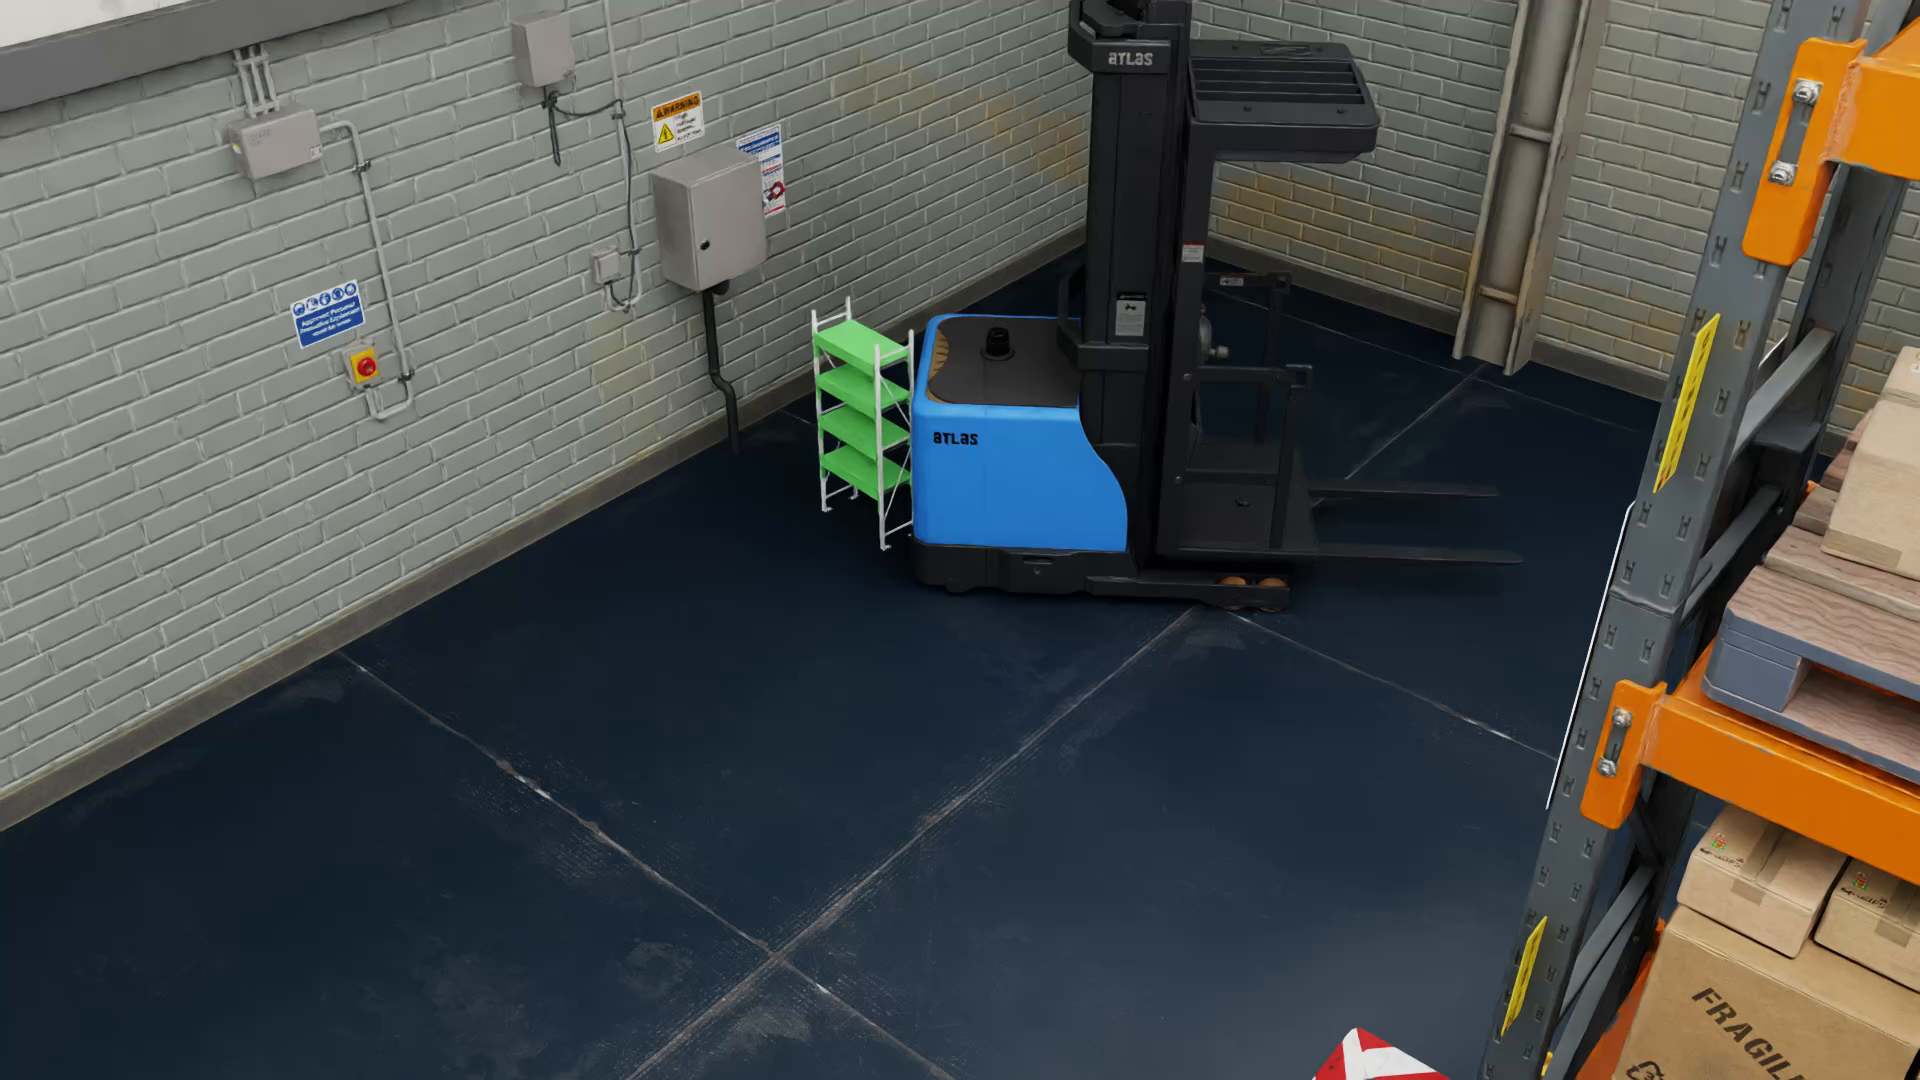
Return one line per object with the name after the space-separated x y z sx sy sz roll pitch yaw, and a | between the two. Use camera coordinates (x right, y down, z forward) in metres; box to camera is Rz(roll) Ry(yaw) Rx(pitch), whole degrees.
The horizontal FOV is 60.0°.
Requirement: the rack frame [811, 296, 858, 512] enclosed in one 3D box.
-0.650 -0.693 8.699 0.240 1.200 0.015 -27 43 -34 | rack frame

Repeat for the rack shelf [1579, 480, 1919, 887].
3.188 0.935 2.724 4.000 0.370 1.077 25 42 32 | rack shelf

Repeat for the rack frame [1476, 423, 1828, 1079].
1.651 1.151 4.425 0.127 3.000 1.000 25 42 32 | rack frame

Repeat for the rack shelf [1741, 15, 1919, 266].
3.188 -0.136 1.988 4.000 0.370 1.077 25 42 32 | rack shelf

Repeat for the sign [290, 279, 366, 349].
-2.775 -0.994 7.309 0.001 0.218 0.327 25 42 32 | sign

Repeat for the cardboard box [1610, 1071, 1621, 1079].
1.836 1.408 3.961 0.500 0.500 0.500 25 42 31 | cardboard box

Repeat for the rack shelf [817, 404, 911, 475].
-0.486 -0.538 8.586 0.258 0.148 0.480 -27 43 -34 | rack shelf

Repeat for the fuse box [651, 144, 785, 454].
-1.241 -1.212 9.003 0.414 1.711 0.539 25 42 32 | fuse box

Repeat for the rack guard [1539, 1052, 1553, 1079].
1.632 2.172 5.145 0.348 0.500 1.175 25 42 32 | rack guard

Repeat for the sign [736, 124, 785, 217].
-1.085 -1.993 9.087 0.001 0.494 0.329 25 42 32 | sign

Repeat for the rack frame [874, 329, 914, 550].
-0.322 -0.488 8.401 0.240 1.200 0.015 -27 43 -34 | rack frame

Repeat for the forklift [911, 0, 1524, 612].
1.297 -1.166 7.858 3.031 2.935 1.130 2 35 3 | forklift

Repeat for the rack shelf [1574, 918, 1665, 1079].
3.188 2.172 3.574 4.000 0.370 1.077 25 42 32 | rack shelf

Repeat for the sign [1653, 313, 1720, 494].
1.291 -0.239 2.957 0.005 0.325 0.100 25 42 32 | sign

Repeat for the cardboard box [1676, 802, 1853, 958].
1.747 0.679 3.567 0.250 0.149 0.380 26 42 33 | cardboard box

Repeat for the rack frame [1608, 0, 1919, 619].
1.651 -1.322 2.726 0.127 3.000 1.000 25 42 32 | rack frame

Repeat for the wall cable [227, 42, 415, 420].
-2.698 -1.313 7.087 0.123 1.953 0.585 25 42 32 | wall cable

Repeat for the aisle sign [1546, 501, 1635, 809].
1.410 0.179 3.543 0.004 0.787 0.394 25 42 32 | aisle sign

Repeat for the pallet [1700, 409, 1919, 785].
2.228 0.215 3.216 1.213 0.211 1.003 25 42 32 | pallet

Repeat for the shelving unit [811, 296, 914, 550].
-0.486 -0.591 8.550 0.258 1.200 0.503 -27 43 -34 | shelving unit

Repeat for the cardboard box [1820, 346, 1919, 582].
2.054 -0.114 3.291 0.500 0.250 0.500 21 40 28 | cardboard box

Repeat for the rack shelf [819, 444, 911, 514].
-0.486 -0.340 8.722 0.258 0.148 0.480 -27 43 -34 | rack shelf

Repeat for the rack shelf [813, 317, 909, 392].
-0.486 -0.934 8.315 0.258 0.148 0.480 -27 43 -34 | rack shelf

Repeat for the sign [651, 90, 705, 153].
-1.436 -2.134 8.478 0.001 0.242 0.339 25 42 32 | sign

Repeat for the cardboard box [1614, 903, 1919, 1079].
1.837 0.995 3.680 0.500 0.500 0.500 24 41 31 | cardboard box

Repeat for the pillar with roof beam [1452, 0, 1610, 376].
0.574 -2.979 5.139 0.400 9.000 9.100 25 42 32 | pillar with roof beam

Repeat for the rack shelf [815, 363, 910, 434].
-0.486 -0.736 8.450 0.258 0.148 0.480 -27 43 -34 | rack shelf

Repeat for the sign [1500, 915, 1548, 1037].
1.291 1.000 3.809 0.005 0.325 0.100 25 42 32 | sign

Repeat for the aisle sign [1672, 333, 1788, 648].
1.794 -0.082 3.923 0.004 0.787 0.394 25 42 32 | aisle sign

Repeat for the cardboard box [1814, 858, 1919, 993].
1.994 0.743 3.474 0.250 0.149 0.380 26 42 33 | cardboard box
